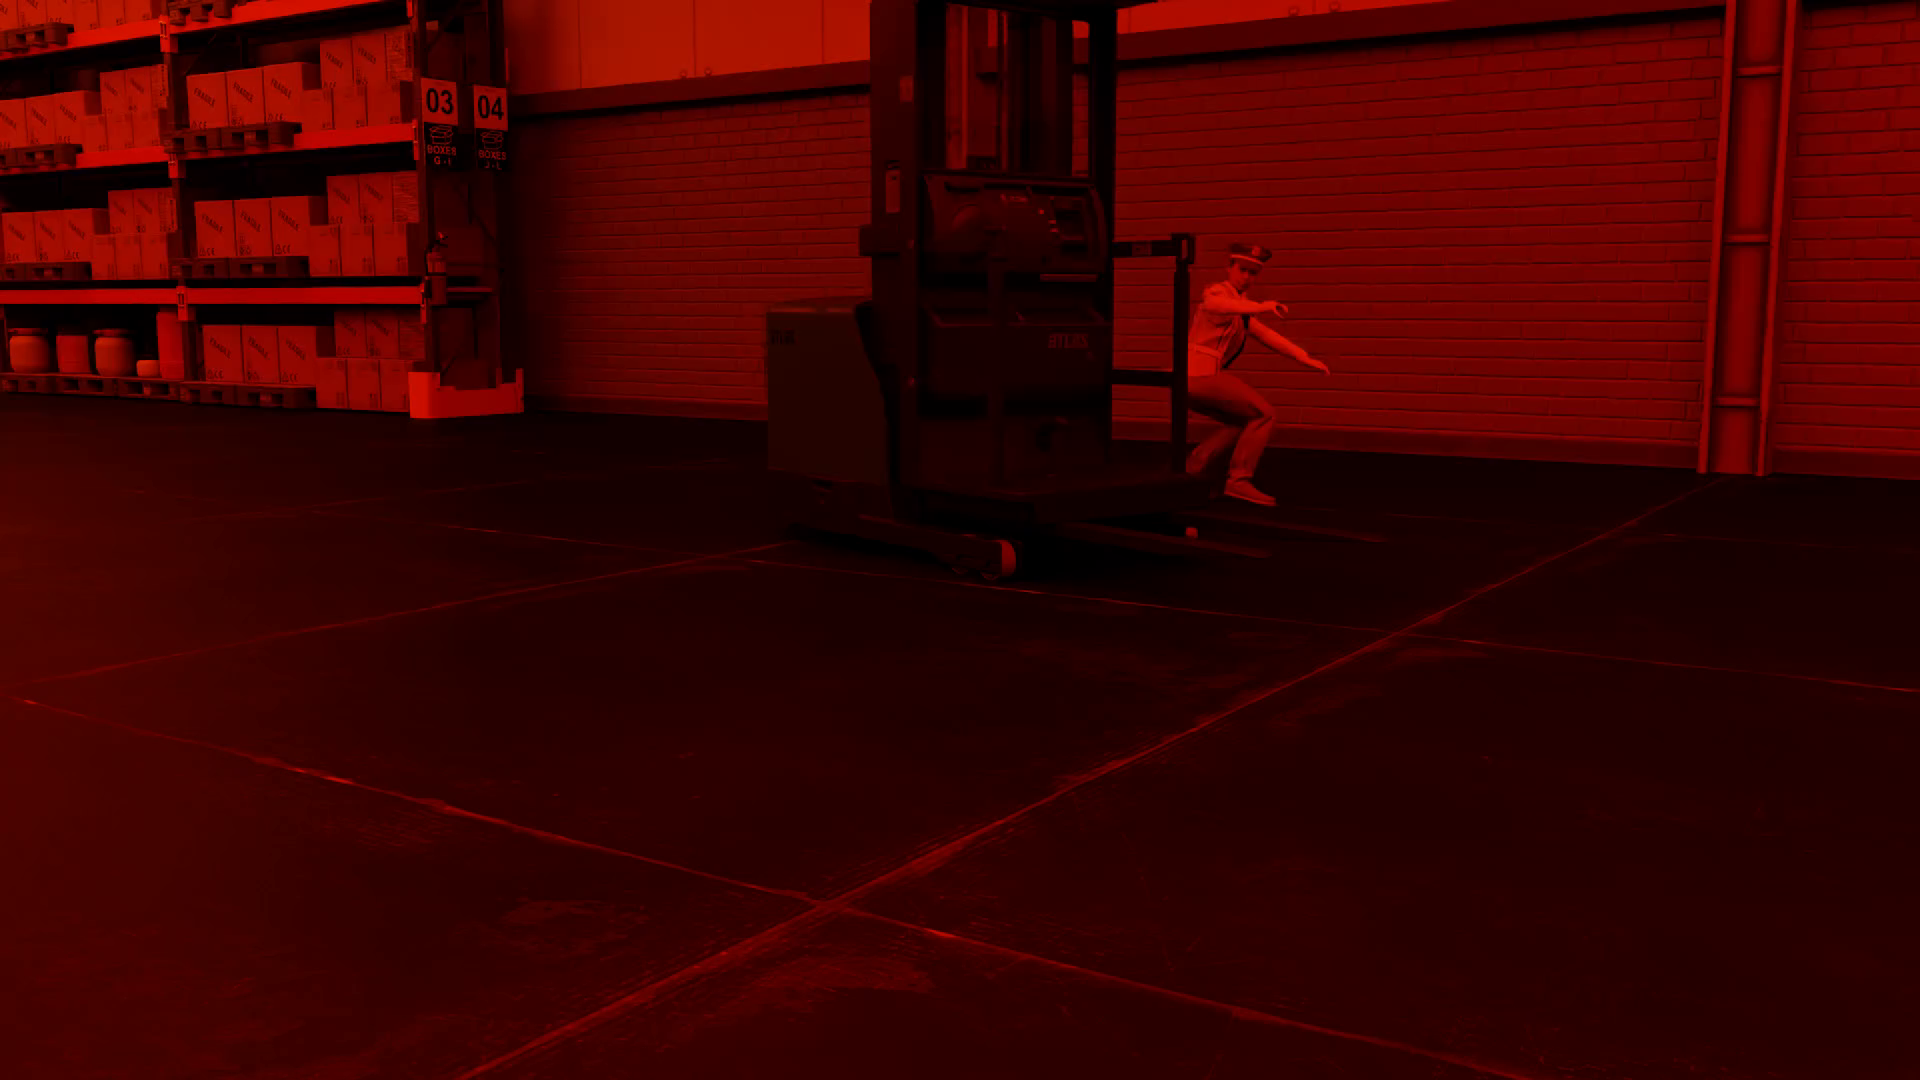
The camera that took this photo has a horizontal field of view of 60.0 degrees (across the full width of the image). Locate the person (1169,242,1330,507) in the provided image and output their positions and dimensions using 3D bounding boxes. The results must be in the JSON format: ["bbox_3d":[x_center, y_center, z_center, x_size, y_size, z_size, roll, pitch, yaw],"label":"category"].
[{"bbox_3d":[1.568,-0.890,8.911,0.906,1.394,0.729,0,8,3],"label":"person"}]

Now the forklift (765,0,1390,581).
[{"bbox_3d":[0.373,-1.369,6.821,1.130,2.935,3.031,-6,10,-37],"label":"forklift"}]
